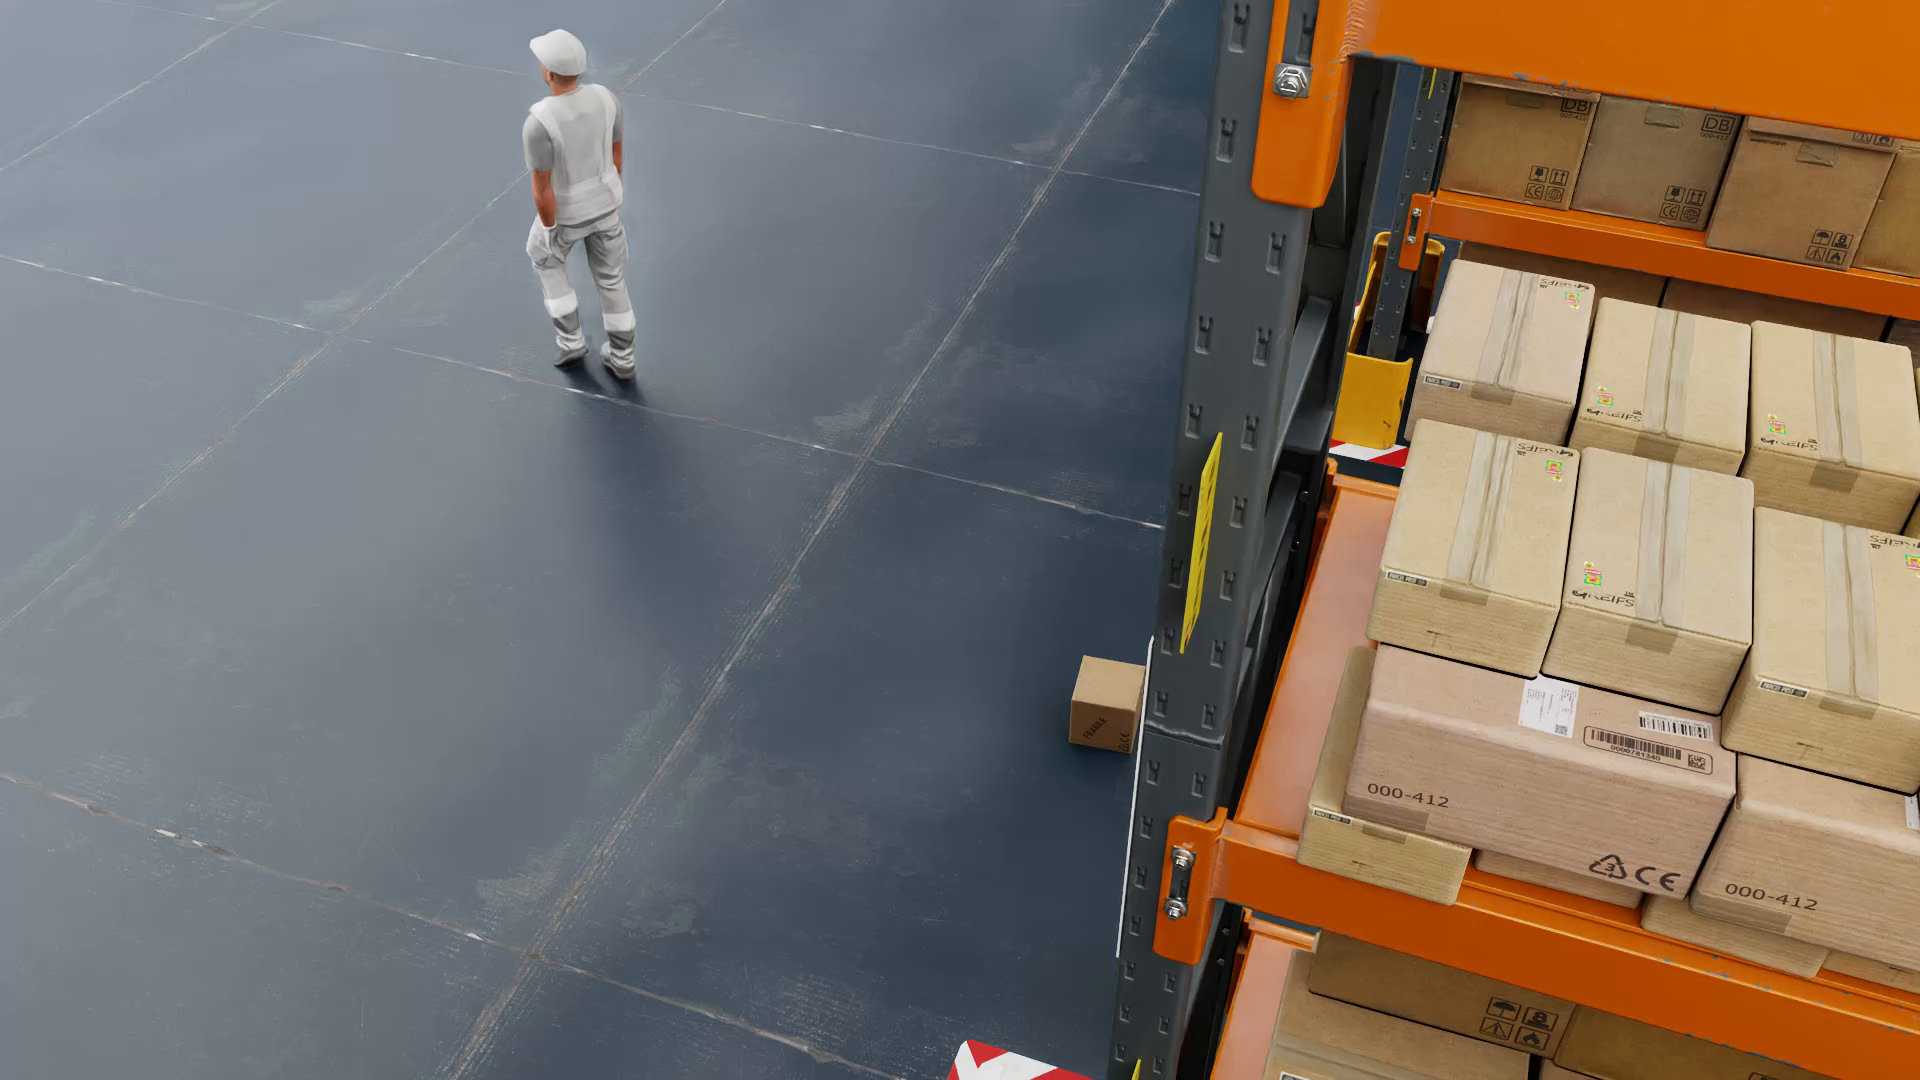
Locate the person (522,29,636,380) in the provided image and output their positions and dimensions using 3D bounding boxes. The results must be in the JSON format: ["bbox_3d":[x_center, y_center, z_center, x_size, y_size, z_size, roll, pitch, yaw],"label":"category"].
[{"bbox_3d":[-1.816,-1.572,7.946,0.528,1.839,0.495,-26,47,-27],"label":"person"}]
